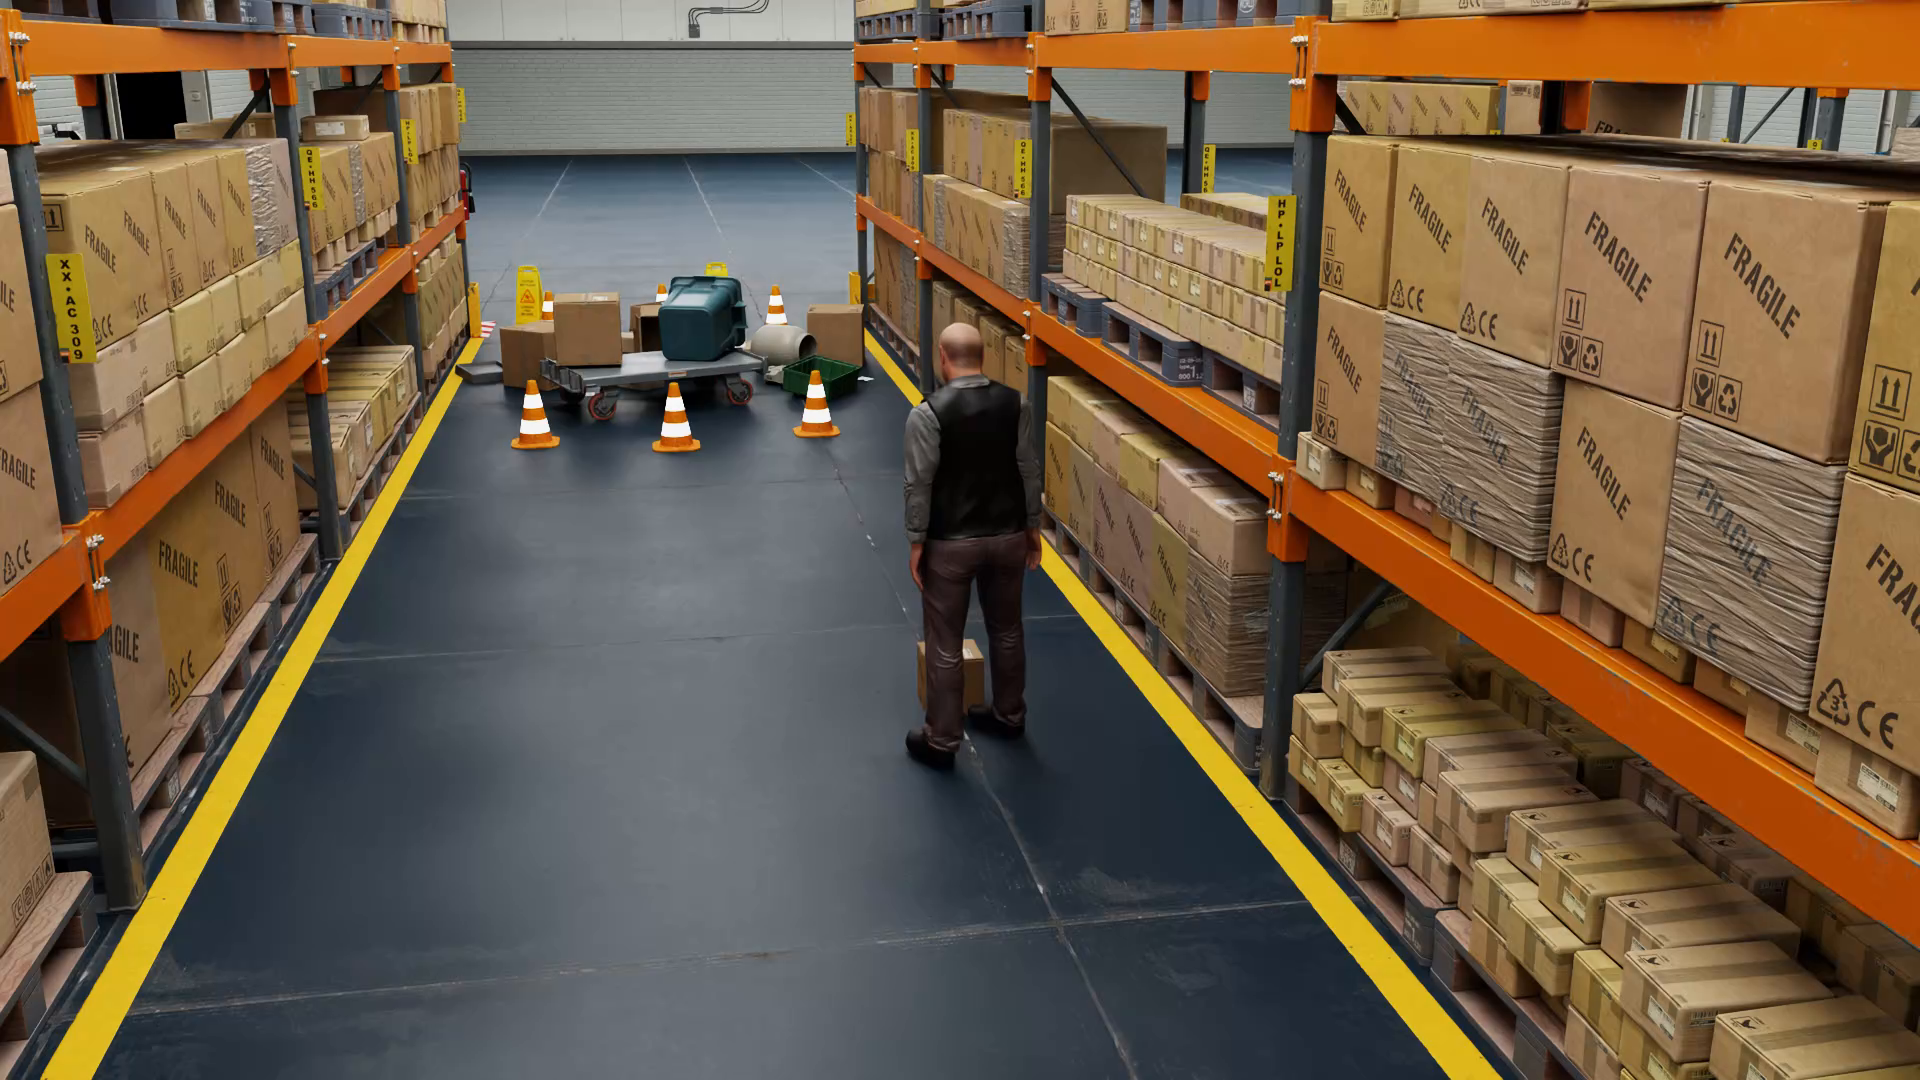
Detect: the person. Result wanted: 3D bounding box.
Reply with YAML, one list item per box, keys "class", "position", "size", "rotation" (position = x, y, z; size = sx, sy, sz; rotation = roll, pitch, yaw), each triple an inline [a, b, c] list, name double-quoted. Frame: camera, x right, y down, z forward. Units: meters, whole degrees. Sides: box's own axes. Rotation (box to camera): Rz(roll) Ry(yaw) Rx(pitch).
- class: "person"
  position: [0.023, 0.006, 6.512]
  size: [0.582, 1.706, 0.463]
  rotation: [-7, 18, -23]
